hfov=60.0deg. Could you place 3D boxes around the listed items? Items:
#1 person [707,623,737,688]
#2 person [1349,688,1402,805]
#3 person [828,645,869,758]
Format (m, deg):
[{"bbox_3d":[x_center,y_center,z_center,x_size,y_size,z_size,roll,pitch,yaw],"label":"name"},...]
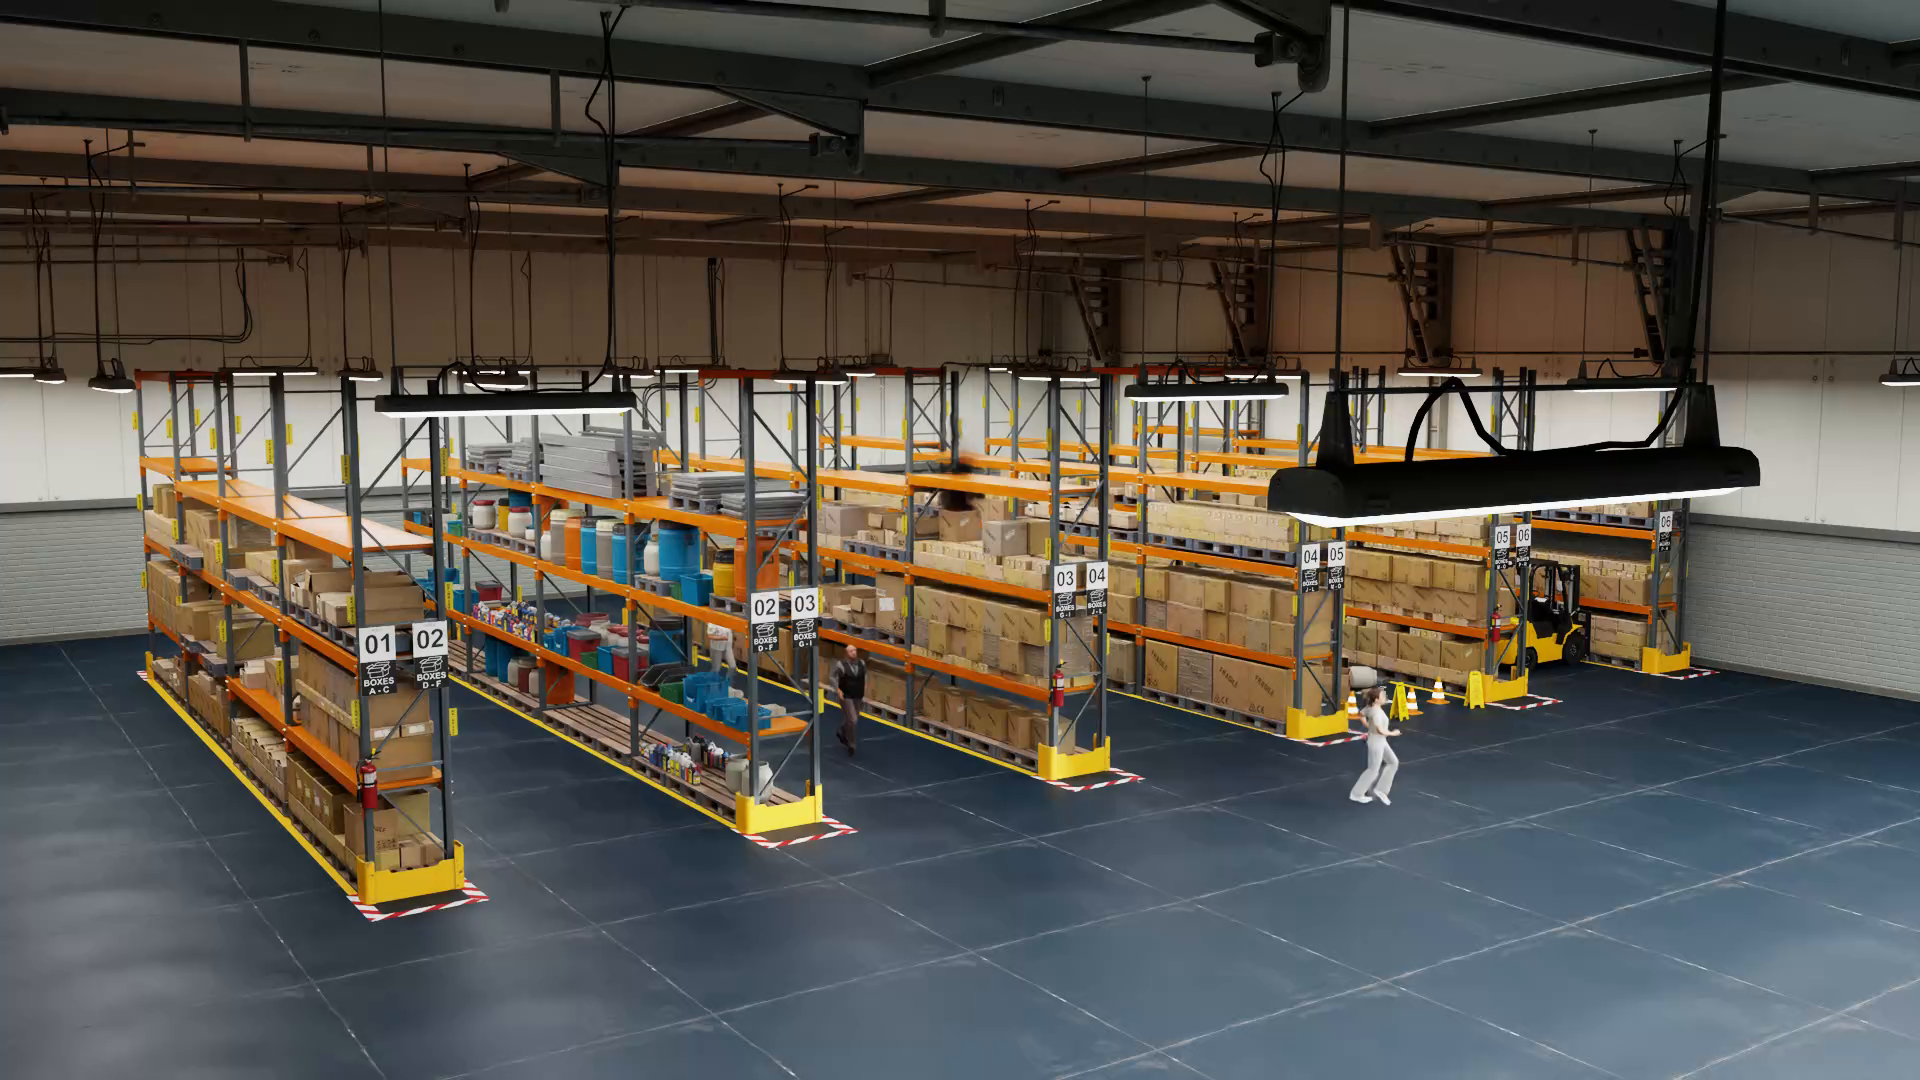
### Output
[{"bbox_3d":[-4.417,2.054,30.730,0.590,1.715,0.733,-5,8,-36],"label":"person"},{"bbox_3d":[5.823,2.894,23.285,0.692,1.684,0.569,1,7,10],"label":"person"},{"bbox_3d":[-1.756,2.519,26.313,0.661,1.774,0.774,-5,8,-35],"label":"person"}]
